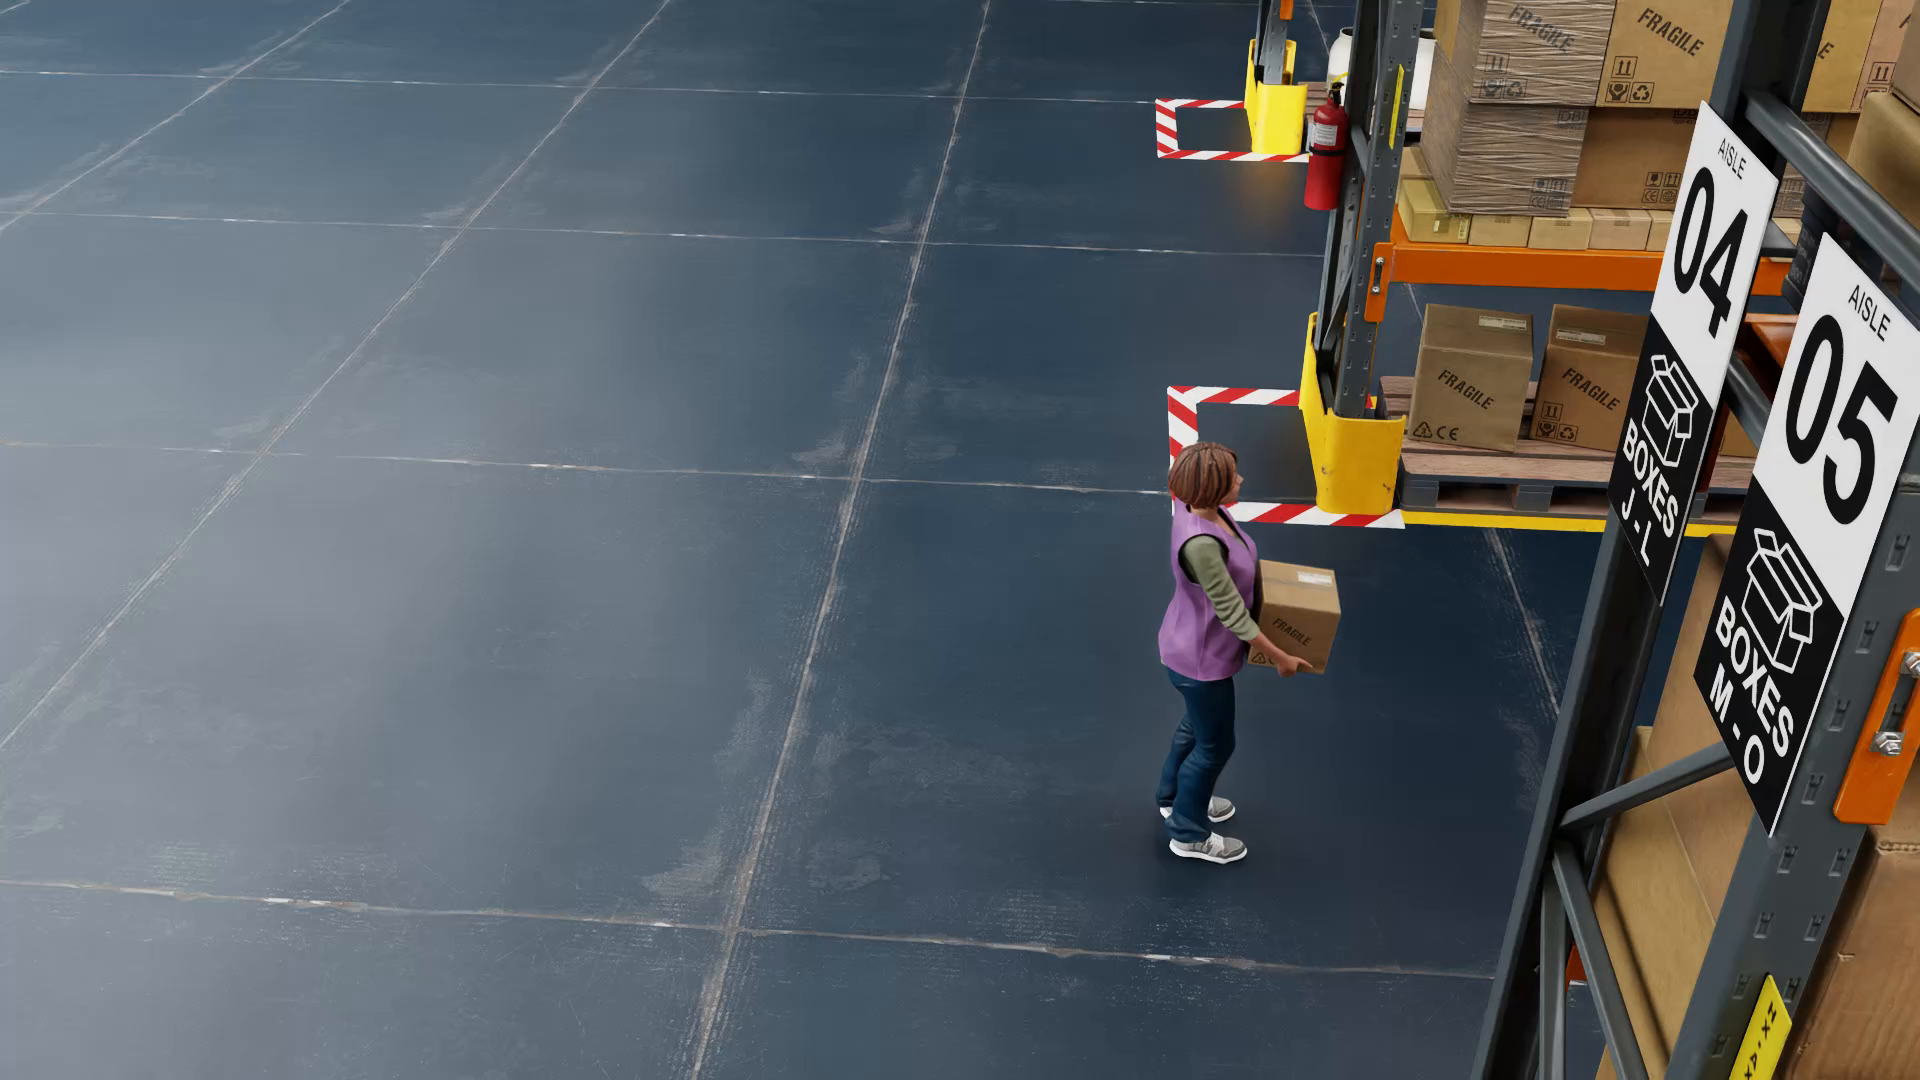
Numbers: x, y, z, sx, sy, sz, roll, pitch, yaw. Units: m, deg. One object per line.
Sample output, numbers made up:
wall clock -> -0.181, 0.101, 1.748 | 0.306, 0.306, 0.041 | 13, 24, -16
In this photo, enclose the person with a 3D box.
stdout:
person -> 0.903, 0.386, 5.543 | 0.497, 1.590, 0.405 | 3, 33, 5
